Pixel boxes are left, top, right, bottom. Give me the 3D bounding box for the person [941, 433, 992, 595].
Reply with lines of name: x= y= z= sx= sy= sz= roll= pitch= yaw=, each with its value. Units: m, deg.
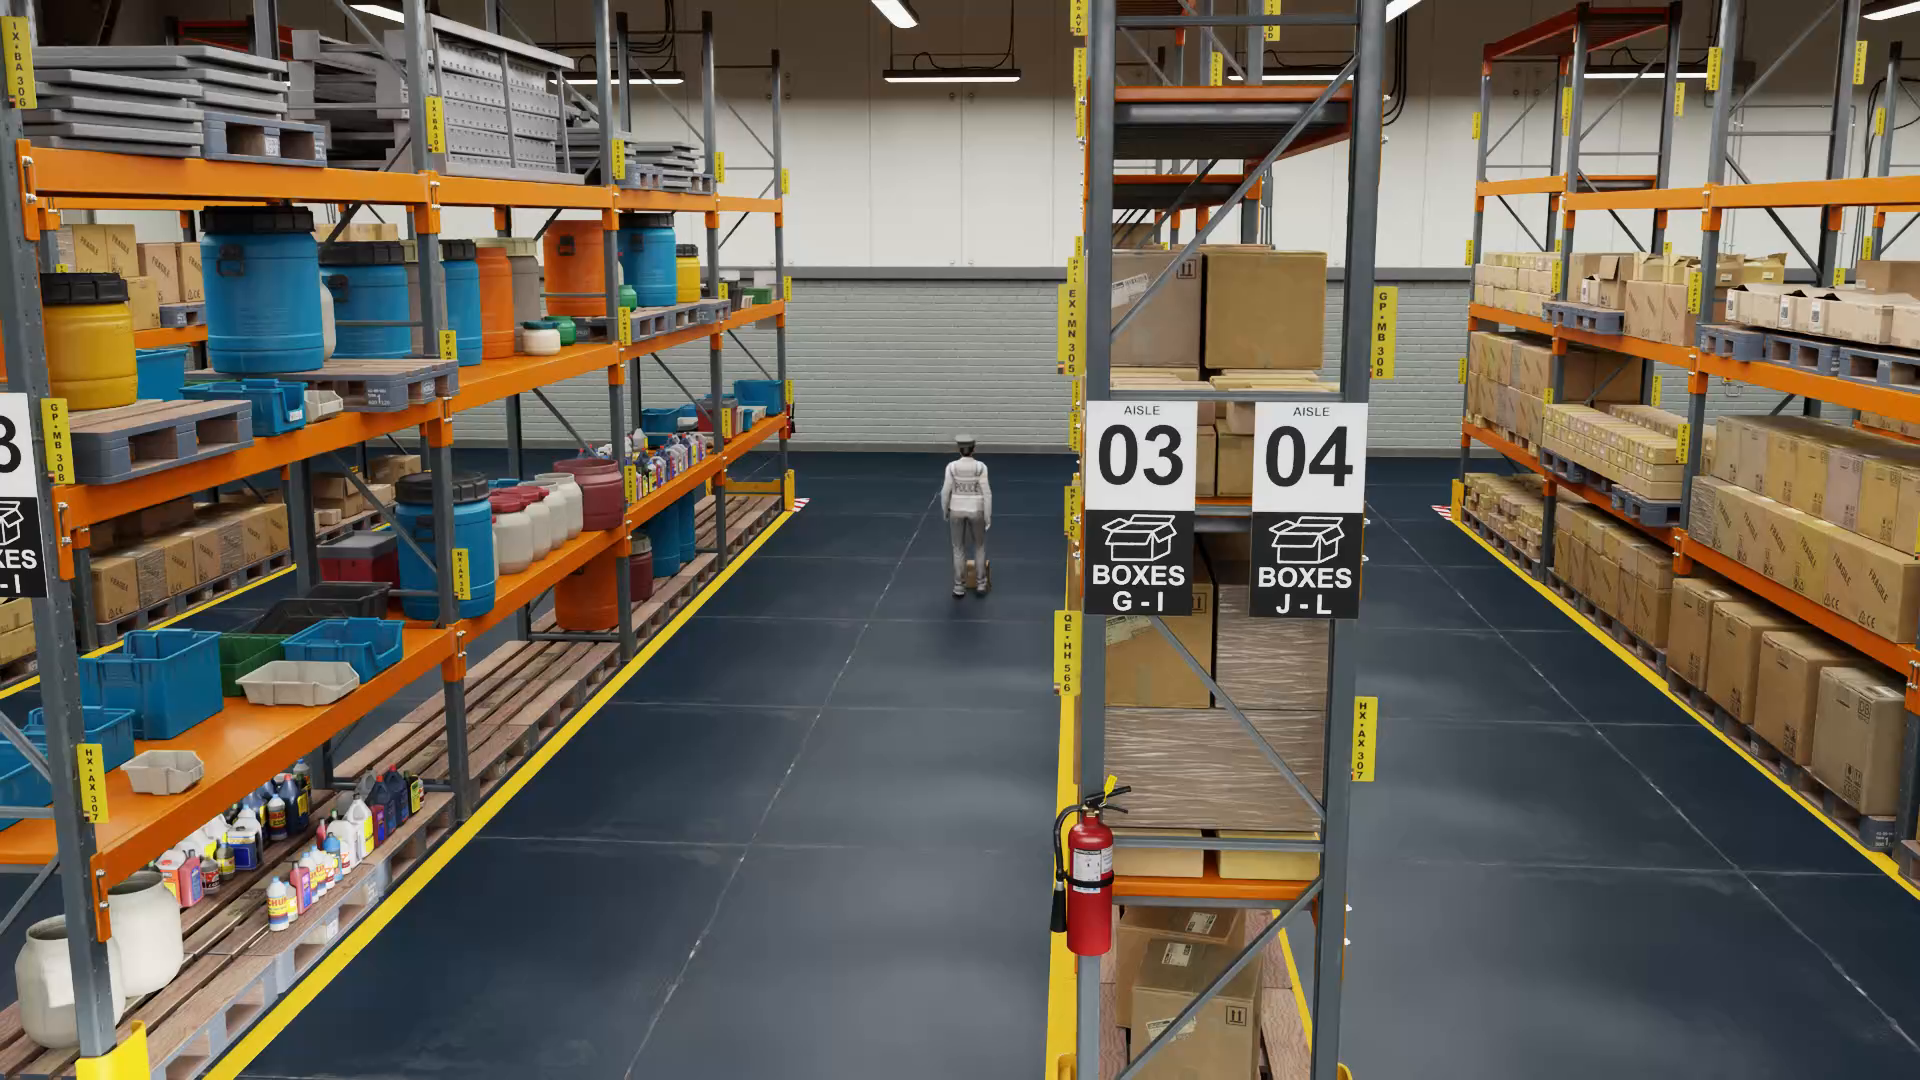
person: x=0.066 y=-0.252 z=17.240 sx=0.526 sy=1.716 sz=0.457 roll=0 pitch=11 yaw=1
